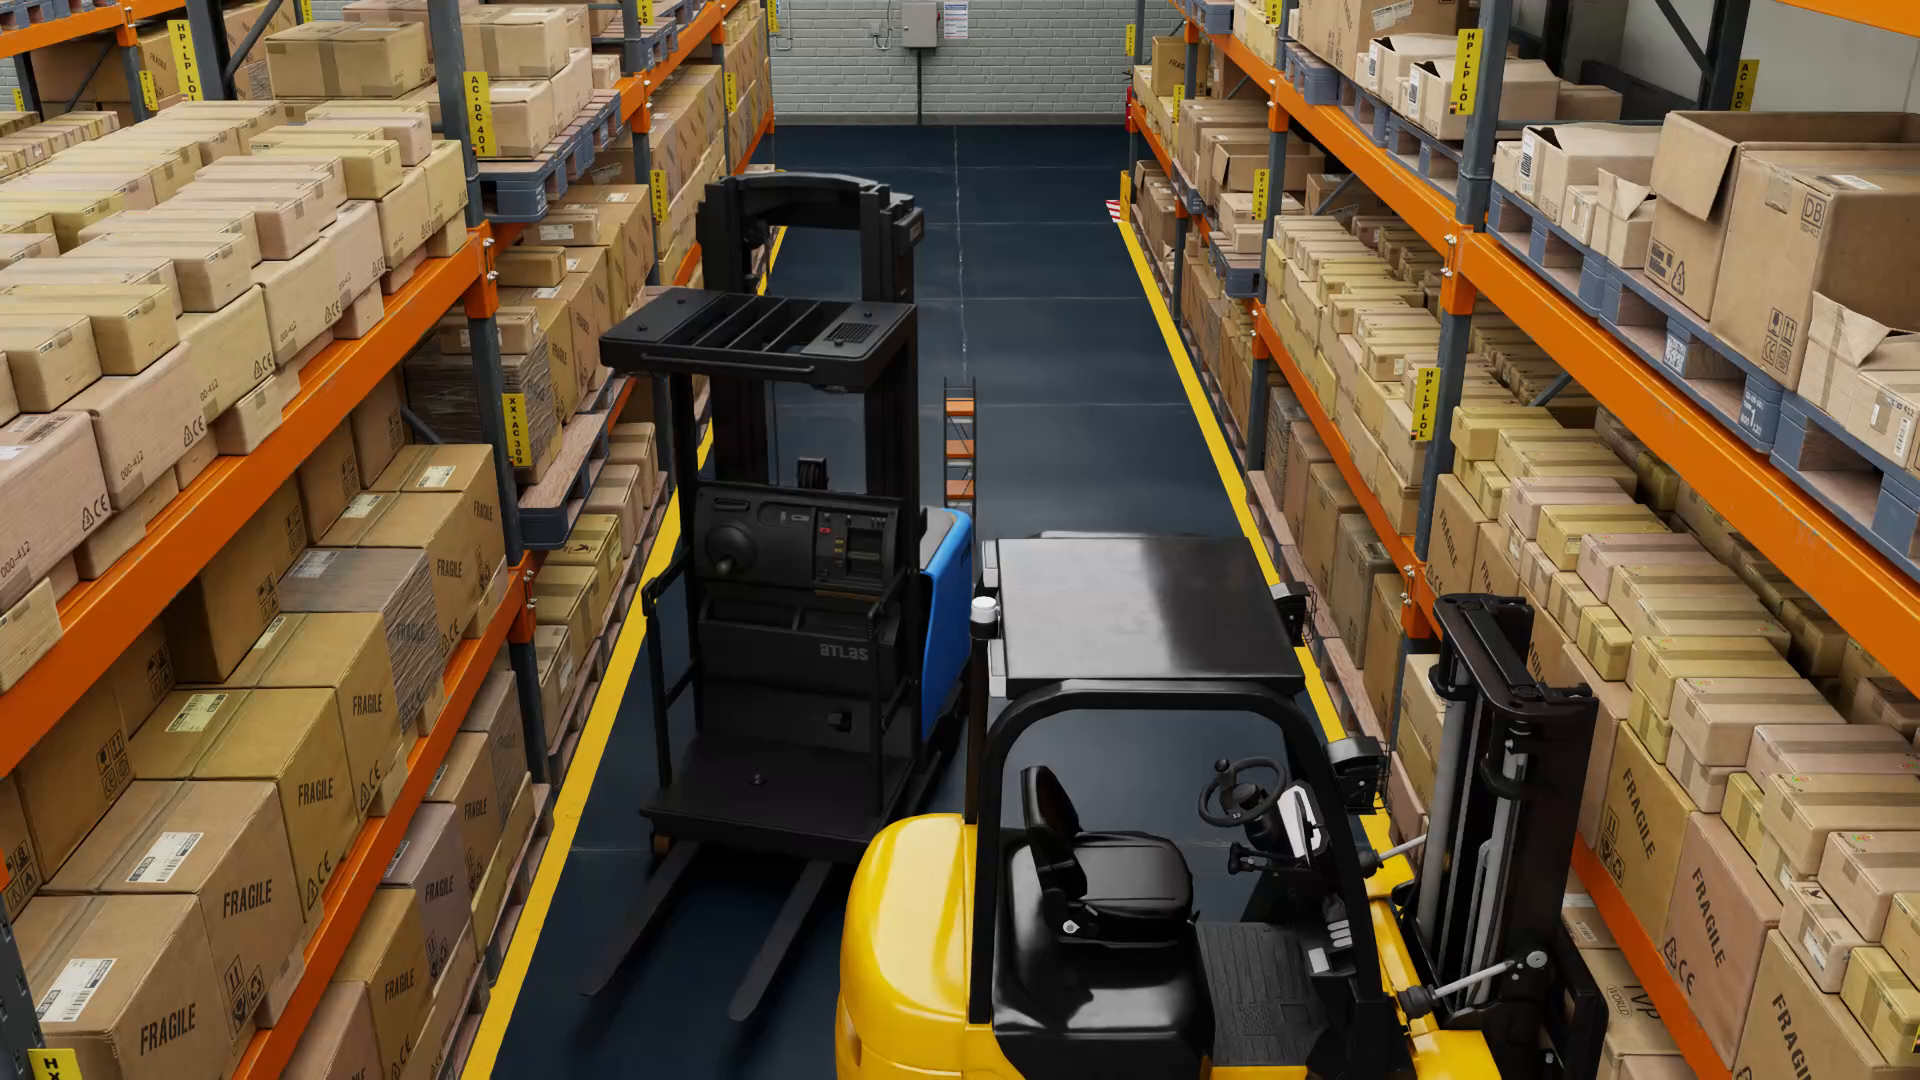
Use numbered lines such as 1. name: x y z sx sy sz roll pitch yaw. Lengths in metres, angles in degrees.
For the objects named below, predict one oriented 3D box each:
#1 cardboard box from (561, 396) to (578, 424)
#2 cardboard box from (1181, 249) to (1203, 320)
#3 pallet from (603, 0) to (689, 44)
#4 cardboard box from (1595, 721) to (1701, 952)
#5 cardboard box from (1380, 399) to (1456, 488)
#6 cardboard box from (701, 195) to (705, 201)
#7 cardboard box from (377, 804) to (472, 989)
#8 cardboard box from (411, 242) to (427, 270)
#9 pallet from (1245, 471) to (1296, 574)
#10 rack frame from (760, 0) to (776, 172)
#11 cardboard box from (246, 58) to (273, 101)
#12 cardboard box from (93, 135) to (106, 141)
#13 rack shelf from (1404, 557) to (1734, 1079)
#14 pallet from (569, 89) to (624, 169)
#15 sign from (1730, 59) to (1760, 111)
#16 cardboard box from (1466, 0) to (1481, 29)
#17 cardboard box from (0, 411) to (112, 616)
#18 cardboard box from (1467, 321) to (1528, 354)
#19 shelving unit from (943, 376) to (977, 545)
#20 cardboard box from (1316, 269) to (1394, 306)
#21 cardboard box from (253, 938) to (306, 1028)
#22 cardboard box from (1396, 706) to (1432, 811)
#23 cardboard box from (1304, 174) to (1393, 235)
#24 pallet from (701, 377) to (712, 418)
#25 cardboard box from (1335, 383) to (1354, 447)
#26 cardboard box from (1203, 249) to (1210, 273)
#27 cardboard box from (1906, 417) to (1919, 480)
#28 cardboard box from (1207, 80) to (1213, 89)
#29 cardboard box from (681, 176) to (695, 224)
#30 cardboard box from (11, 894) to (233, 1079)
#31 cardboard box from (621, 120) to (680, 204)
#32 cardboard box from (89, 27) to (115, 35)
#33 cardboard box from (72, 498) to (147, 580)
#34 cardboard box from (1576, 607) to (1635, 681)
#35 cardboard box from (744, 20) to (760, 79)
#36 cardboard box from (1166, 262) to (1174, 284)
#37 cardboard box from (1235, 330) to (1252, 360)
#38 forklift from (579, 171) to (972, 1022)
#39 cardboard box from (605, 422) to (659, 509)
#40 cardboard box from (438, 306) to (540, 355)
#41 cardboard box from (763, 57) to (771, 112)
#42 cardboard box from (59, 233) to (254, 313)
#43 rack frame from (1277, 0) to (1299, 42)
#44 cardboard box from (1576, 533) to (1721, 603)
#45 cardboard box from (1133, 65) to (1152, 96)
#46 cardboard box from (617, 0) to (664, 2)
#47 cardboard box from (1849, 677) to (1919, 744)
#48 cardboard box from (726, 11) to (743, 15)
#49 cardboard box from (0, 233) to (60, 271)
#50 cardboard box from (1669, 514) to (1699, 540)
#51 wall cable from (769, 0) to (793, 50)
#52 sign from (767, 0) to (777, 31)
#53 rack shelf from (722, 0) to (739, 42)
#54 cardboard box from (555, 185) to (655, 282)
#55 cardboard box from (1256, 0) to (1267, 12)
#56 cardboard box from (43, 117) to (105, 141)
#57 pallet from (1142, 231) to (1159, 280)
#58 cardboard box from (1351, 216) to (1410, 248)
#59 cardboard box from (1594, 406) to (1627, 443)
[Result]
1. cardboard box: -2.161 -0.700 8.453 0.380 0.149 0.250 0 24 0
2. cardboard box: 2.220 -2.241 14.588 0.500 0.500 0.500 1 24 2
3. pallet: -2.555 -3.723 11.931 1.003 0.211 1.213 1 24 2
4. cardboard box: 2.300 0.884 5.034 0.500 0.500 0.500 -1 24 -2
5. cardboard box: 2.266 -0.453 7.686 0.500 0.250 0.500 -1 24 -2
6. cardboard box: -2.276 -2.695 13.250 0.500 0.250 0.500 -1 24 -2
7. cardboard box: -2.148 1.314 6.122 0.500 0.500 0.500 1 24 2
8. cardboard box: -2.213 -1.087 6.179 0.380 0.149 0.250 0 24 0
9. pallet: 2.453 -0.130 10.782 1.003 0.211 1.213 0 24 -1
10. rack frame: -2.567 -5.013 18.194 1.000 3.000 0.127 0 24 -1
11. cardboard box: -7.238 -4.525 16.633 0.500 0.500 0.500 0 24 0
12. cardboard box: -7.266 -3.242 13.712 0.380 0.149 0.250 0 24 0
13. rack shelf: 2.549 1.060 5.640 1.077 0.370 4.000 0 24 -1
14. pallet: -2.351 -2.032 8.190 1.213 0.211 1.003 0 24 -1
15. sign: 3.082 -1.734 6.579 0.100 0.325 0.005 0 24 -1
16. cardboard box: 2.747 -2.978 9.606 0.500 0.250 0.500 0 24 -1
17. cardboard box: -2.132 -0.062 3.429 0.500 0.250 0.500 -1 24 -2
18. cardboard box: 2.784 -1.001 8.414 0.380 0.149 0.250 0 24 -1
19. shelving unit: -0.001 -0.500 10.582 0.215 1.050 0.252 0 24 -1
20. cardboard box: 2.217 -1.417 9.334 0.380 0.149 0.250 0 24 1
21. cardboard box: -2.085 1.235 4.684 0.380 0.149 0.250 0 24 0
22. cardboard box: 2.224 0.942 7.247 0.500 0.250 0.500 0 24 -1
23. cardboard box: 2.634 -2.190 11.321 0.500 0.500 0.500 1 24 2
24. pallet: -2.424 -1.273 13.308 1.003 0.211 1.213 0 24 -1
25. cardboard box: 2.274 -0.642 8.712 0.500 0.250 0.500 0 24 0
26. cardboard box: 2.272 -2.368 14.082 0.380 0.149 0.250 -1 24 -3
27. cardboard box: 2.322 -0.274 3.324 0.500 0.500 0.500 1 24 1
28. cardboard box: 2.672 -4.499 16.879 0.500 0.250 0.500 1 24 1
29. cardboard box: -2.236 -2.504 12.222 0.500 0.250 0.500 0 24 -1
30. cardboard box: -2.121 1.203 3.969 0.500 0.500 0.500 -1 24 -1
31. cardboard box: -2.256 -2.626 11.582 0.500 0.500 0.500 0 24 0
32. cardboard box: -7.759 -4.343 15.017 0.500 0.500 0.500 -1 24 -2
33. cardboard box: -2.133 -0.027 3.836 0.380 0.149 0.250 0 24 1
34. cardboard box: 2.264 0.337 5.457 0.380 0.149 0.250 -1 24 -2
35. cardboard box: -2.287 -4.897 16.604 0.500 0.500 0.500 0 24 -1
36. cardboard box: 2.140 -2.509 15.608 0.380 0.149 0.250 -1 24 -2
37. cardboard box: 2.191 -1.403 11.949 0.380 0.149 0.250 -1 24 -3
38. forklift: -0.774 0.031 7.124 1.130 2.935 3.031 6 25 13
39. cardboard box: -2.484 -0.478 10.845 0.950 0.372 0.625 -2 24 -4
40. cardboard box: -2.088 -0.932 7.391 0.380 0.149 0.250 0 24 -1
41. cardboard box: -2.297 -4.861 17.736 0.500 0.500 0.500 0 24 0
42. cardboard box: -2.100 -0.703 4.363 0.380 0.149 0.250 0 24 1
43. rack frame: 2.483 -4.474 9.722 1.000 3.000 0.127 0 24 -1
44. cardboard box: 2.327 0.094 5.632 0.380 0.149 0.250 0 24 -1
45. cardboard box: 2.132 -4.916 17.800 0.500 0.250 0.500 0 24 0
46. cardboard box: -2.353 -4.038 12.172 0.380 0.166 0.250 2 24 4
47. cardboard box: 2.779 0.513 4.706 0.380 0.149 0.250 0 24 1
48. cardboard box: -2.310 -5.029 16.107 0.380 0.149 0.250 1 24 1
49. cardboard box: -2.601 -0.699 4.352 0.380 0.149 0.250 -1 24 -2
50. cardboard box: 2.861 0.017 6.164 0.380 0.149 0.250 0 24 0
51. wall cable: -2.652 -7.814 23.115 0.585 1.953 0.123 0 24 -1
52. sign: -2.025 -5.645 17.899 0.100 0.325 0.005 0 24 -1
53. rack shelf: -2.546 -5.228 15.902 1.077 0.370 4.000 0 24 -1
54. cardboard box: -2.197 -1.903 10.325 0.500 0.500 0.500 -1 24 -2
55. cardboard box: 2.232 -3.683 11.311 0.380 0.149 0.250 0 24 -1
56. cardboard box: -7.269 -3.373 13.642 0.380 0.149 0.250 -1 24 -2
57. pallet: 2.417 -2.905 16.917 1.003 0.211 1.213 0 24 -1
58. cardboard box: 2.689 -1.948 10.509 0.380 0.149 0.250 1 24 1
59. cardboard box: 2.833 -0.438 6.810 0.380 0.149 0.250 0 24 0
